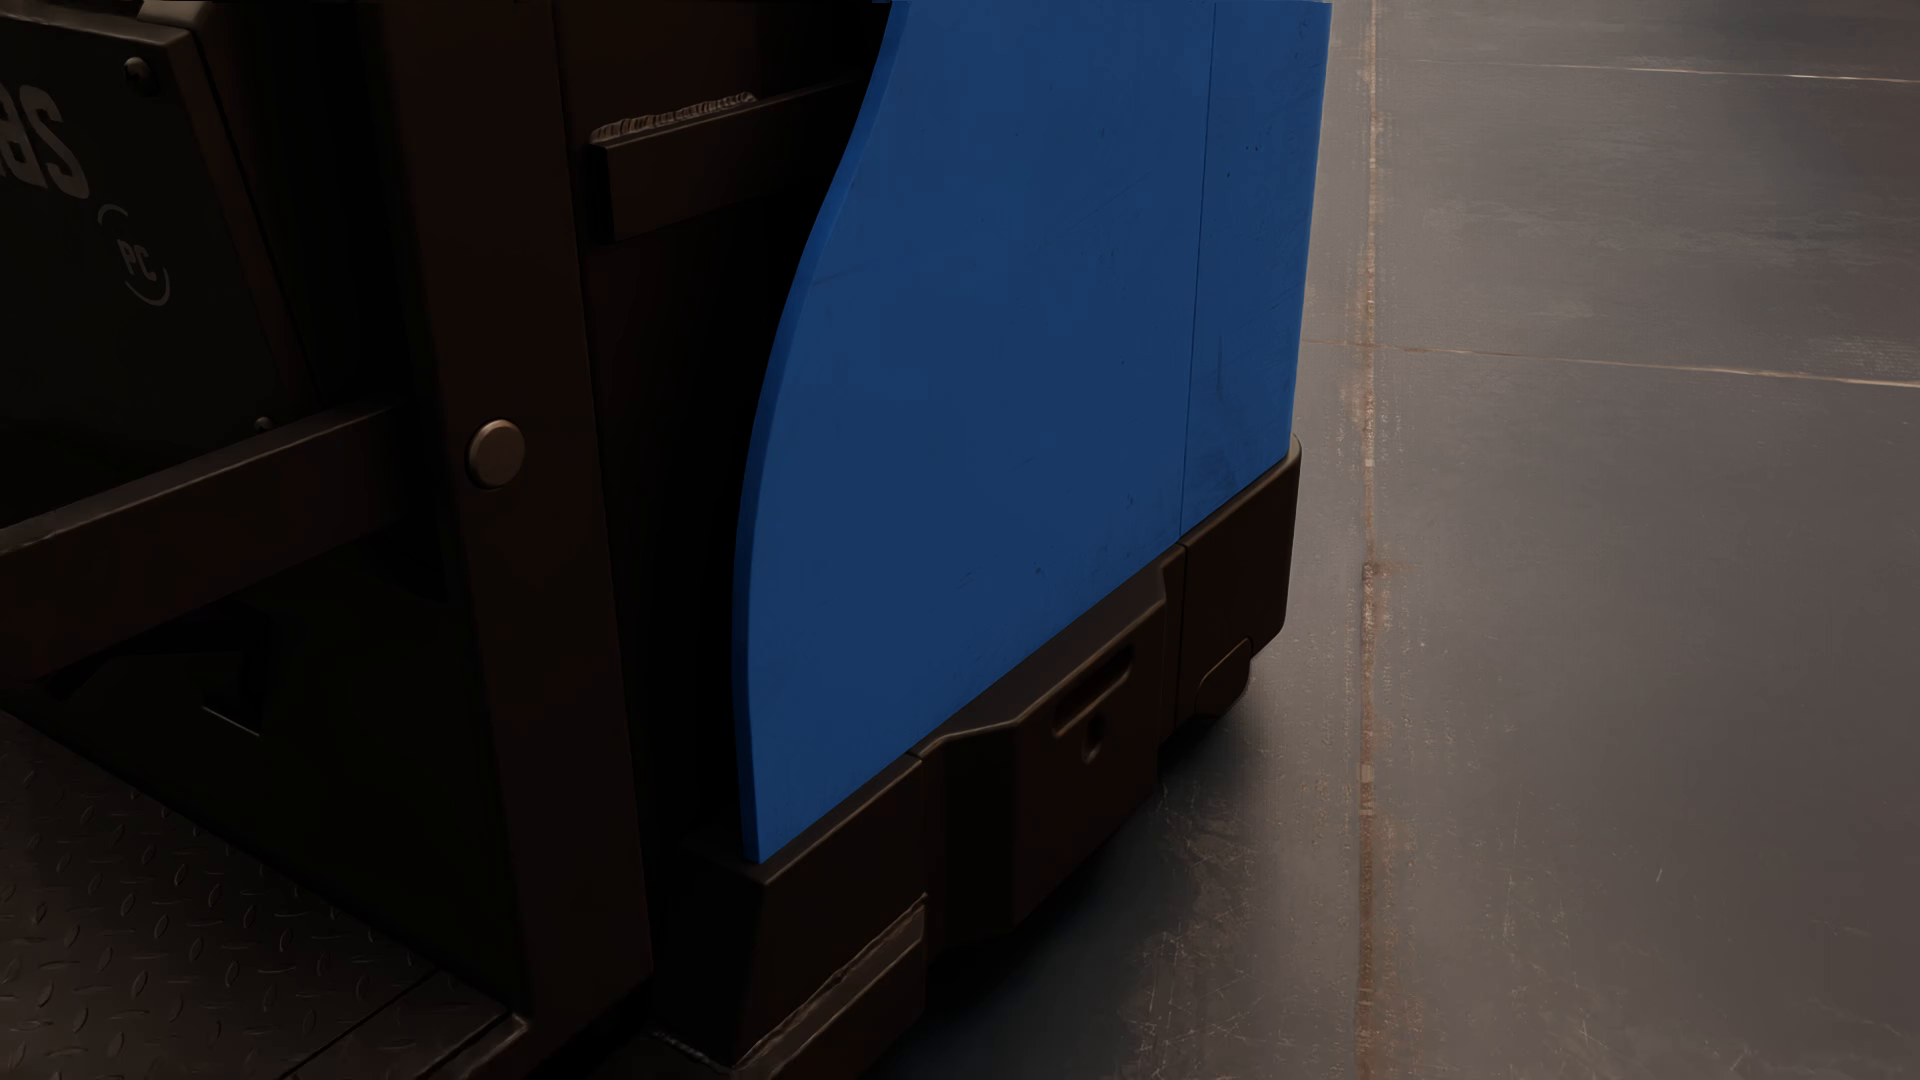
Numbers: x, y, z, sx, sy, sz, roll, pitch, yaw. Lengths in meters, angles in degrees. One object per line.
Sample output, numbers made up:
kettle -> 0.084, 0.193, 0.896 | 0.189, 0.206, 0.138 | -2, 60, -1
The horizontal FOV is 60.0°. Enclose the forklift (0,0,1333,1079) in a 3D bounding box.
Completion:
forklift -> -0.836, -0.739, 0.711 | 1.130, 2.935, 3.031 | 17, 32, 31
